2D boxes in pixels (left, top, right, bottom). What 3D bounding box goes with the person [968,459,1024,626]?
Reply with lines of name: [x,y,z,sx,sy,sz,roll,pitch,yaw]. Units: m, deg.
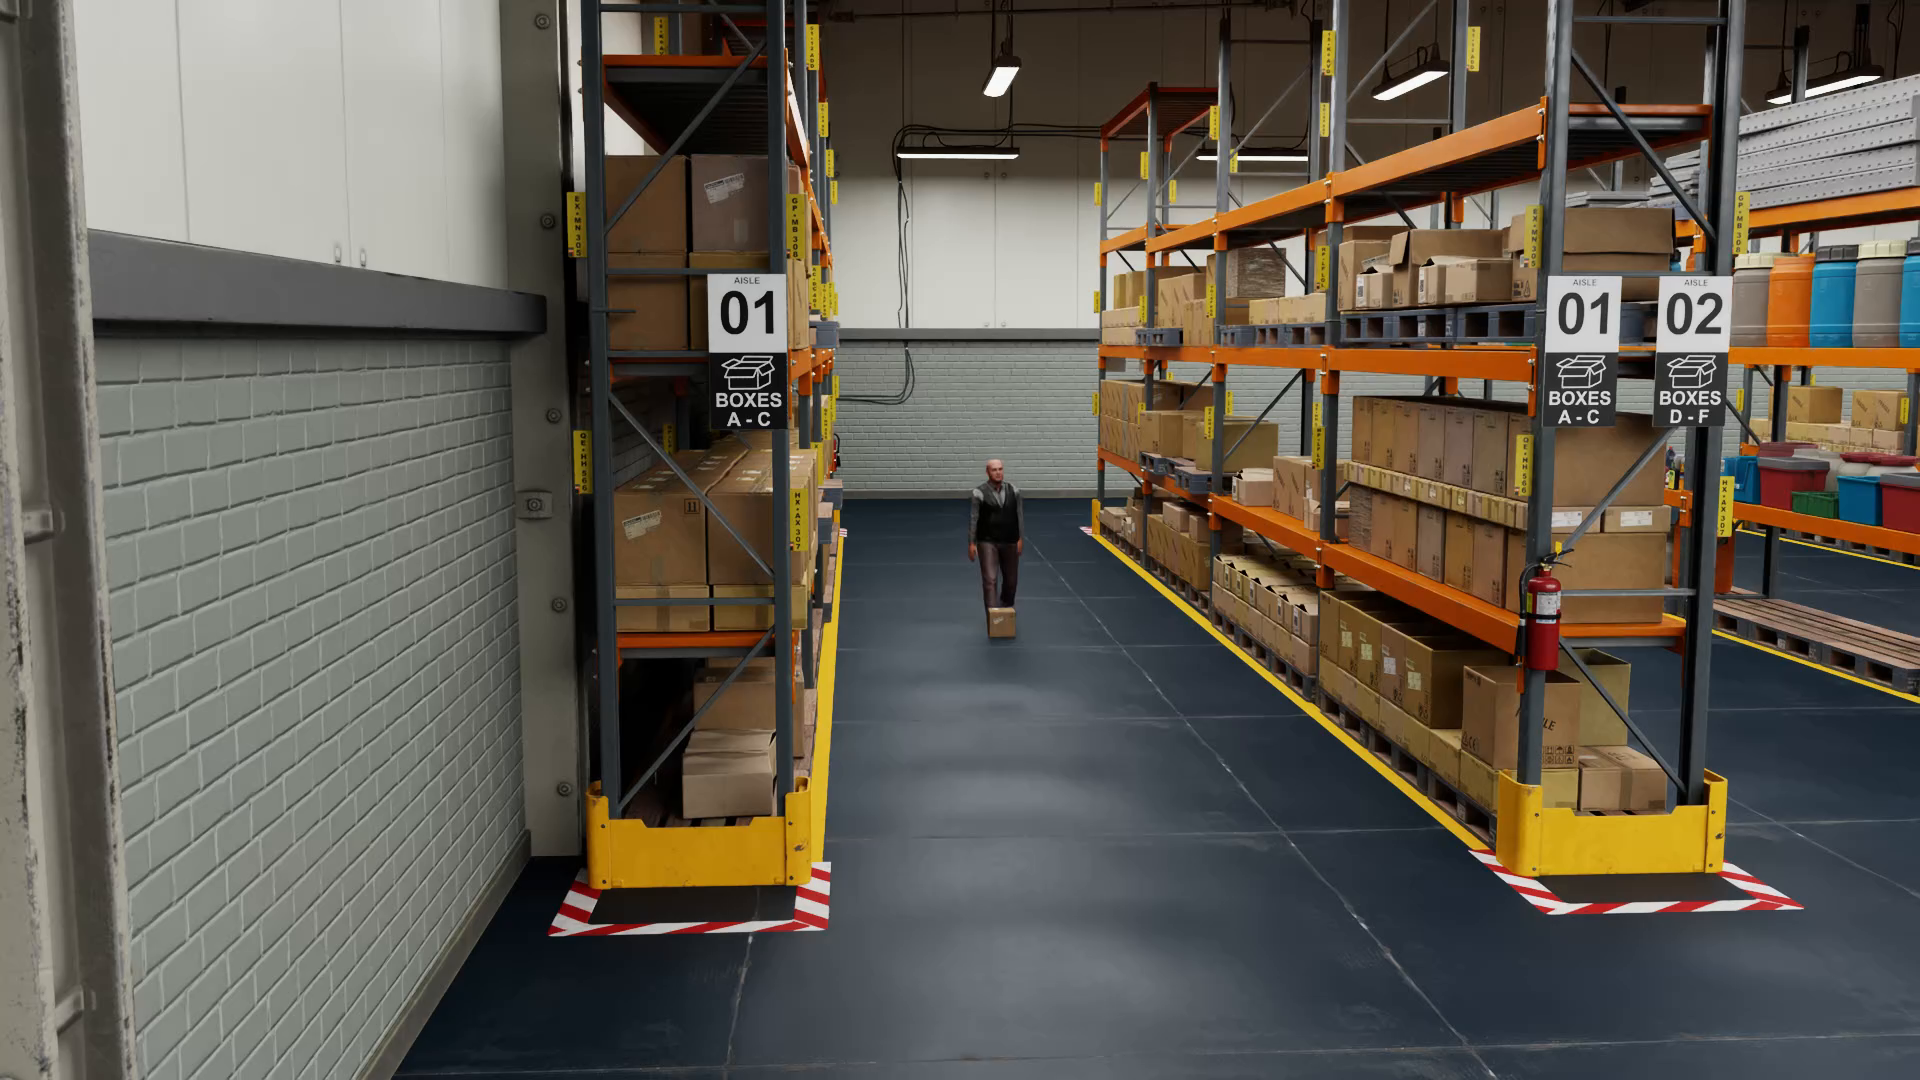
person: [0.388,0.040,16.649,0.585,1.694,0.952,-2,7,-15]
